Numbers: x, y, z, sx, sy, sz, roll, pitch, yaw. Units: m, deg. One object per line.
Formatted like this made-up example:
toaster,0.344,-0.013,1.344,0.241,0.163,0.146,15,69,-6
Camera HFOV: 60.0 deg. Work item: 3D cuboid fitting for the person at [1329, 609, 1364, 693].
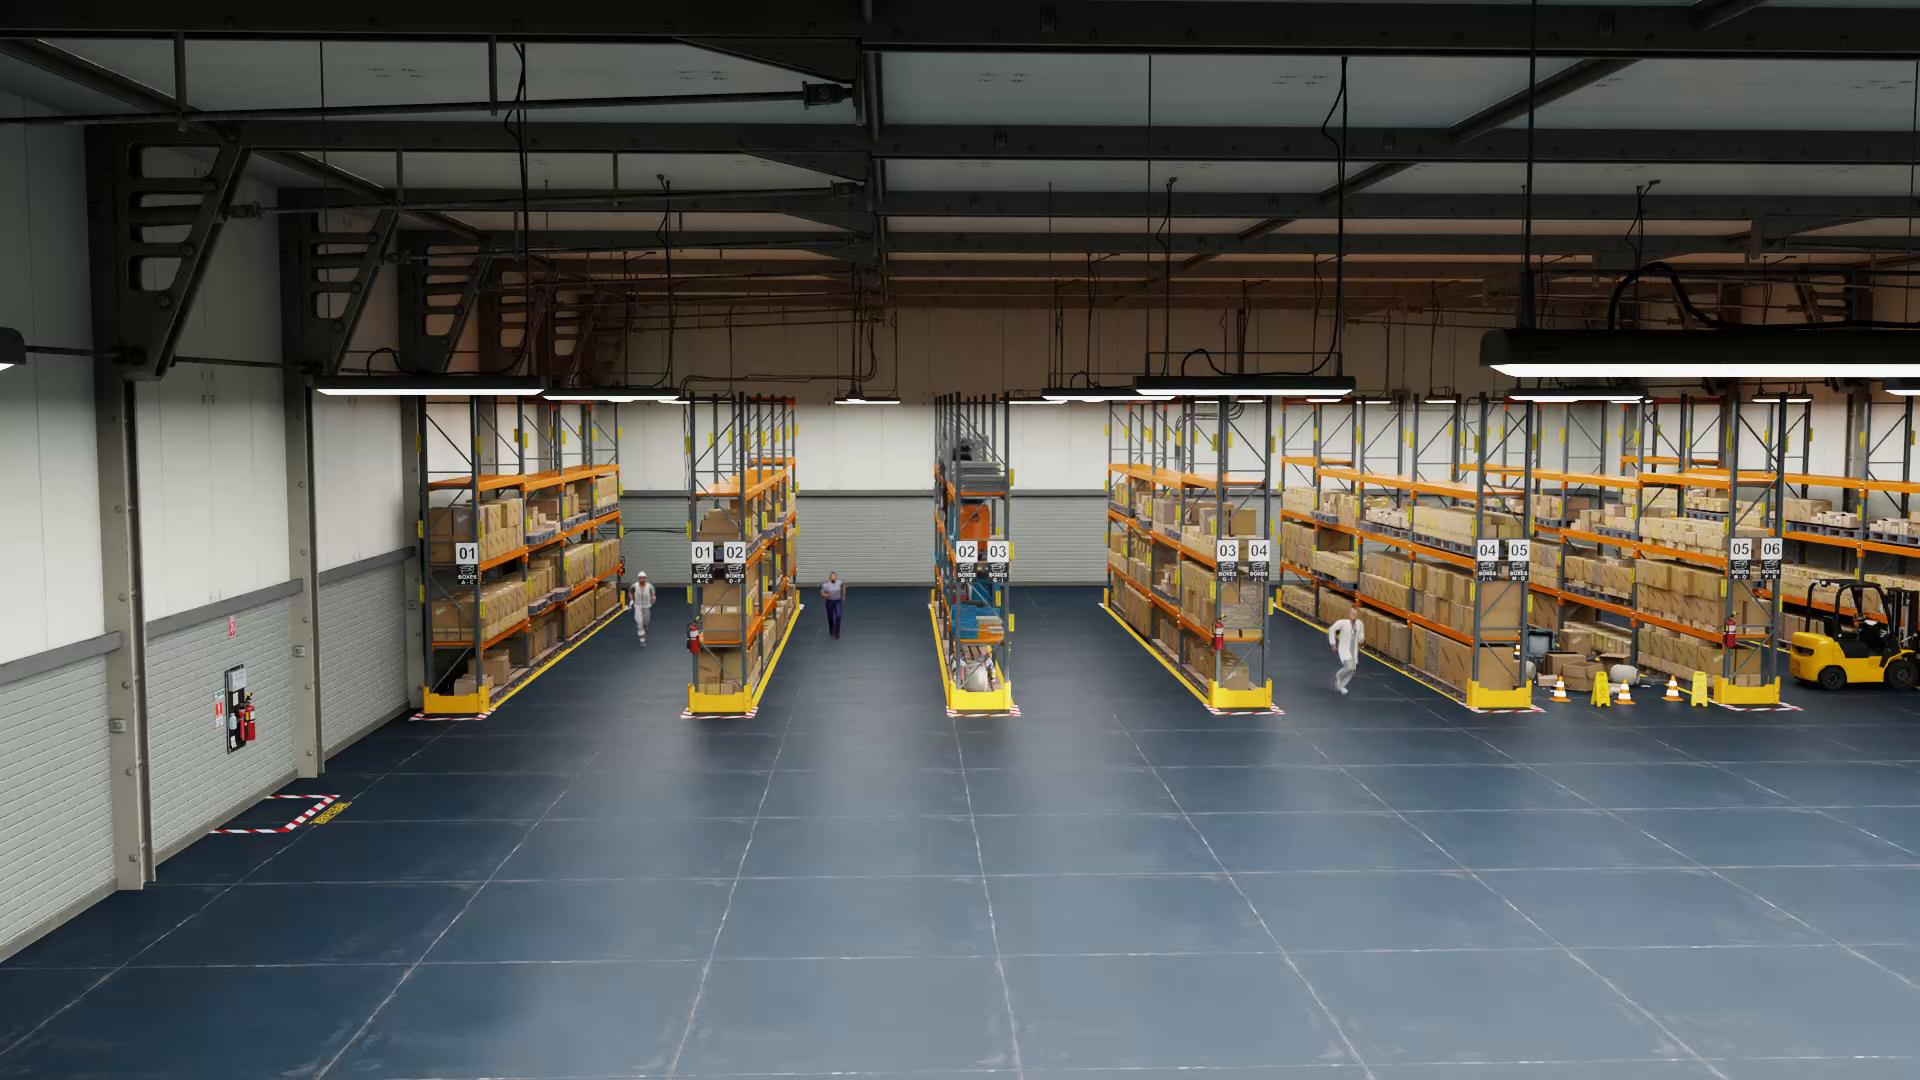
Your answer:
person,7.737,2.210,33.043,0.674,1.716,0.736,-2,5,-24

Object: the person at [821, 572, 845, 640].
person,-3.137,1.634,41.136,0.635,1.717,0.844,-1,5,-13

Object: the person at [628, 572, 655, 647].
person,-7.634,1.644,39.942,0.631,1.778,0.908,-1,5,-15

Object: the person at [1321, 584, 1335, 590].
person,10.710,1.016,48.486,0.706,1.691,0.760,-4,6,-44
